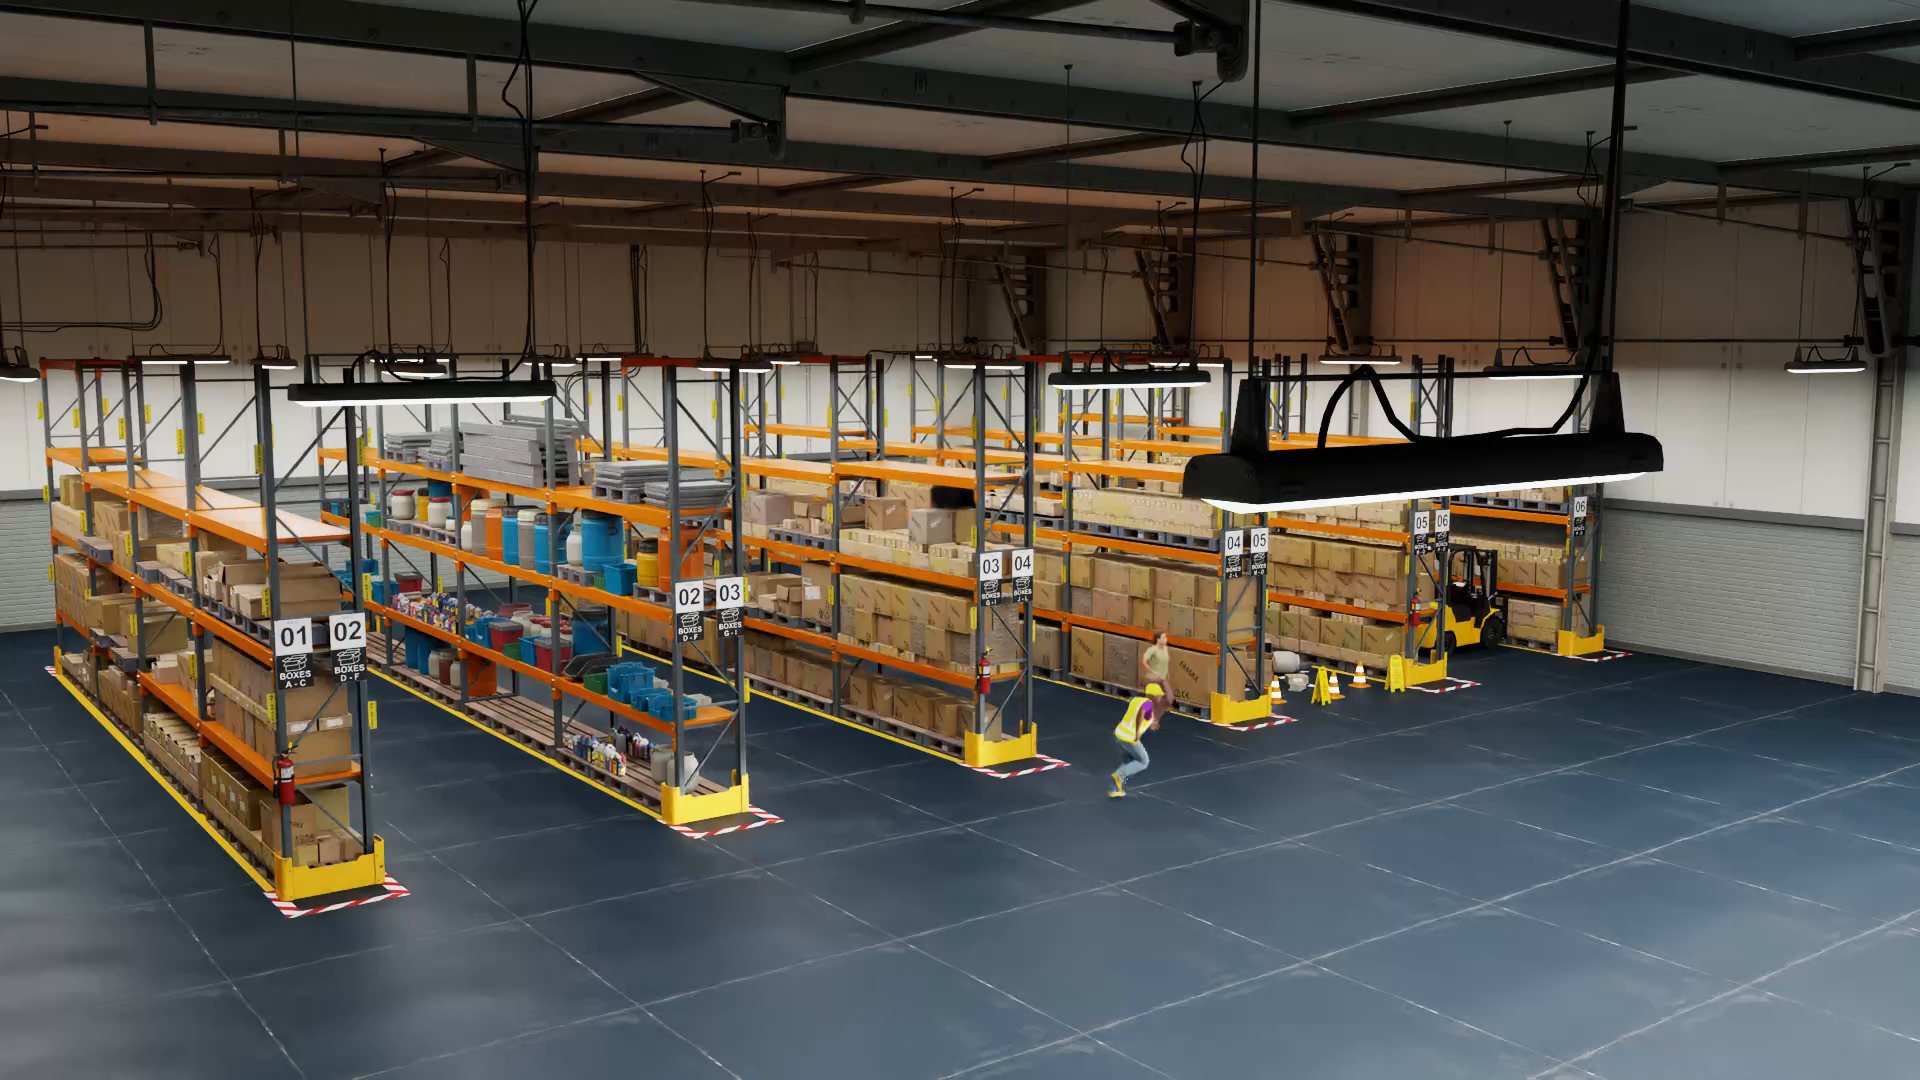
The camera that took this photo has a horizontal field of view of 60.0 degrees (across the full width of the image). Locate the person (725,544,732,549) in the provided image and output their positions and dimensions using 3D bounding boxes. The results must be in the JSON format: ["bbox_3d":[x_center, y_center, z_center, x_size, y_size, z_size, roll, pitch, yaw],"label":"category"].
[{"bbox_3d":[-5.416,0.908,38.623,0.592,1.657,0.591,-6,9,-39],"label":"person"}]

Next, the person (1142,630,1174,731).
[{"bbox_3d":[3.232,2.289,27.083,0.641,1.610,0.612,-5,8,-35],"label":"person"}]

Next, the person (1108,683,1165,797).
[{"bbox_3d":[2.465,2.788,23.057,0.829,1.577,0.734,-2,7,-17],"label":"person"}]
